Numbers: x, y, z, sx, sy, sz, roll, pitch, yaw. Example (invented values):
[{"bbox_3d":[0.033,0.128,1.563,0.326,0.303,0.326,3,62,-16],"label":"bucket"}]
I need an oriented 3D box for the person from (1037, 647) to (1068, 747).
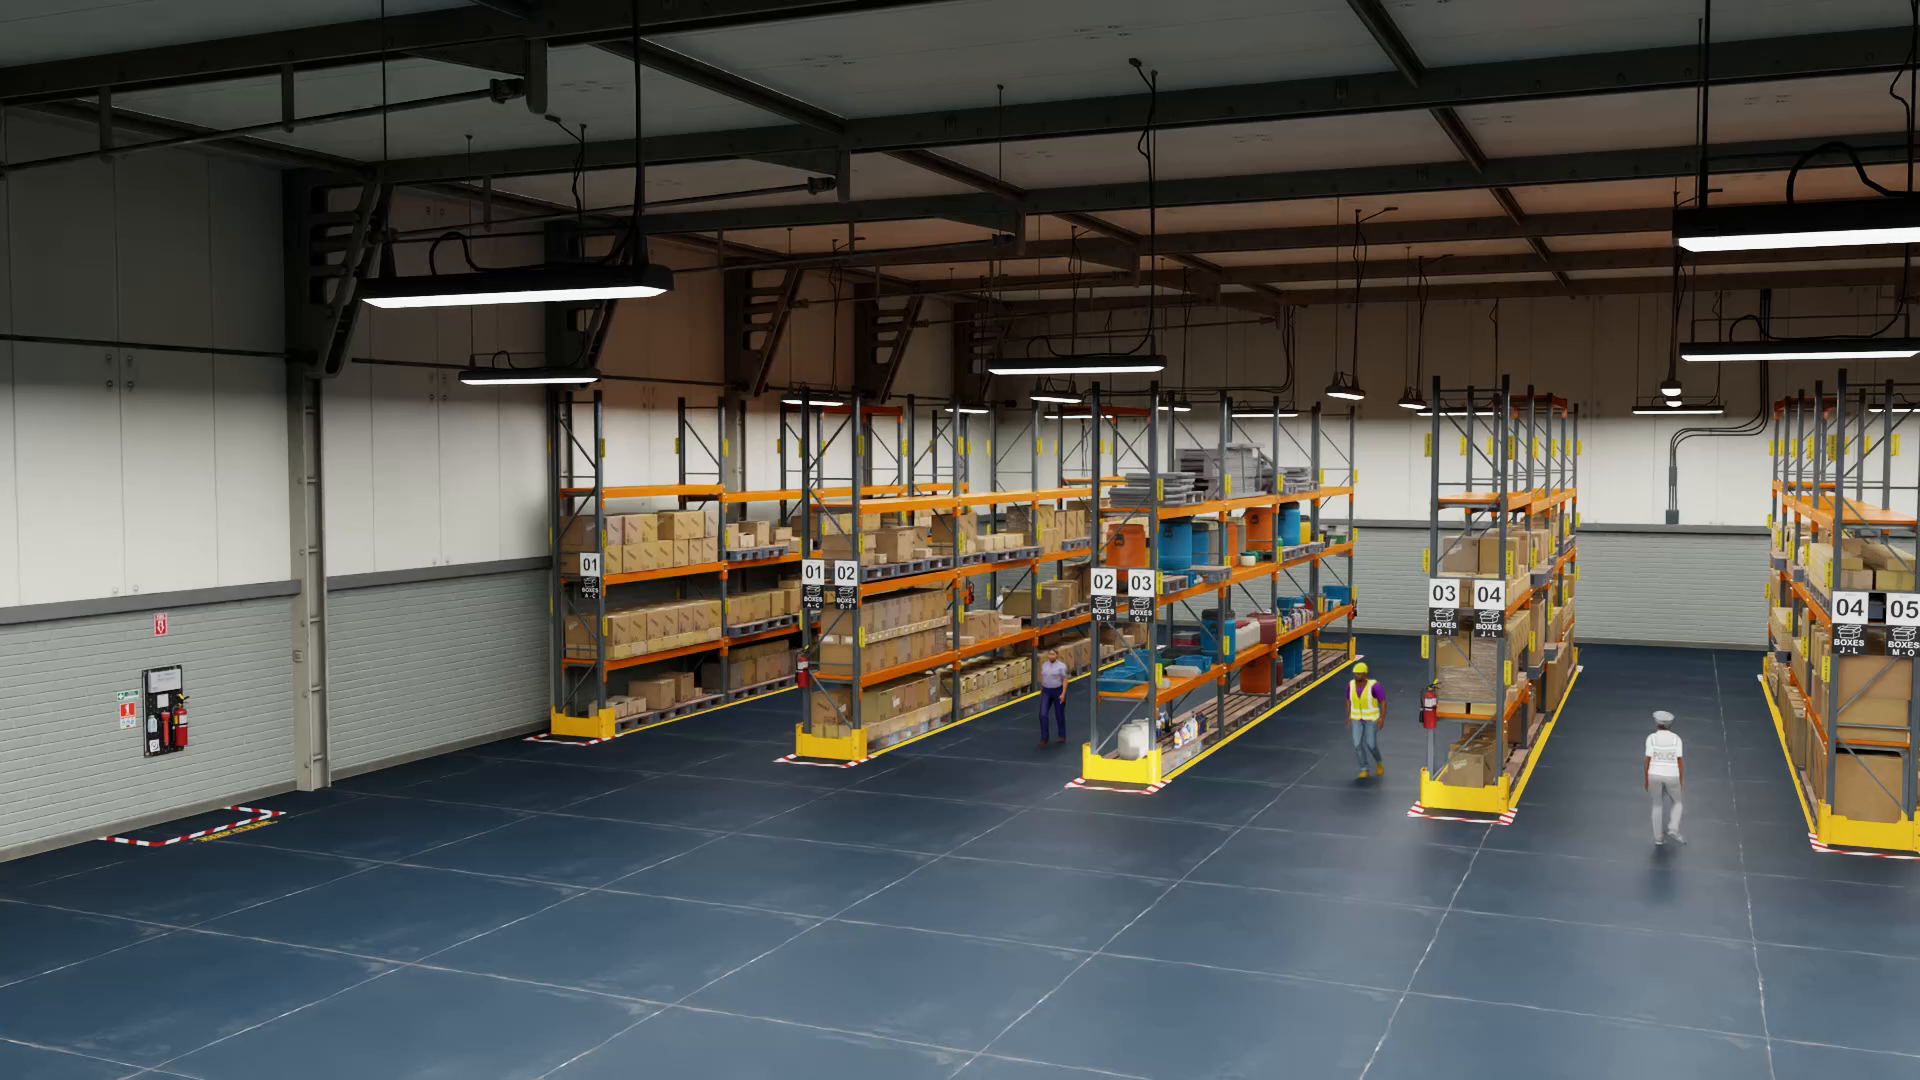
[{"bbox_3d":[1.570,2.637,28.097,0.534,1.669,0.652,1,3,25],"label":"person"}]

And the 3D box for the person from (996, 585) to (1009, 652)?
[{"bbox_3d":[1.098,1.915,40.883,0.500,1.618,1.060,1,3,13],"label":"person"}]

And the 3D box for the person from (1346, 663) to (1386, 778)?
[{"bbox_3d":[6.187,2.733,25.347,0.649,1.744,0.582,2,4,33],"label":"person"}]

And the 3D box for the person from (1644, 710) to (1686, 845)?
[{"bbox_3d":[8.892,3.005,20.957,0.511,1.681,0.449,2,4,26],"label":"person"}]
